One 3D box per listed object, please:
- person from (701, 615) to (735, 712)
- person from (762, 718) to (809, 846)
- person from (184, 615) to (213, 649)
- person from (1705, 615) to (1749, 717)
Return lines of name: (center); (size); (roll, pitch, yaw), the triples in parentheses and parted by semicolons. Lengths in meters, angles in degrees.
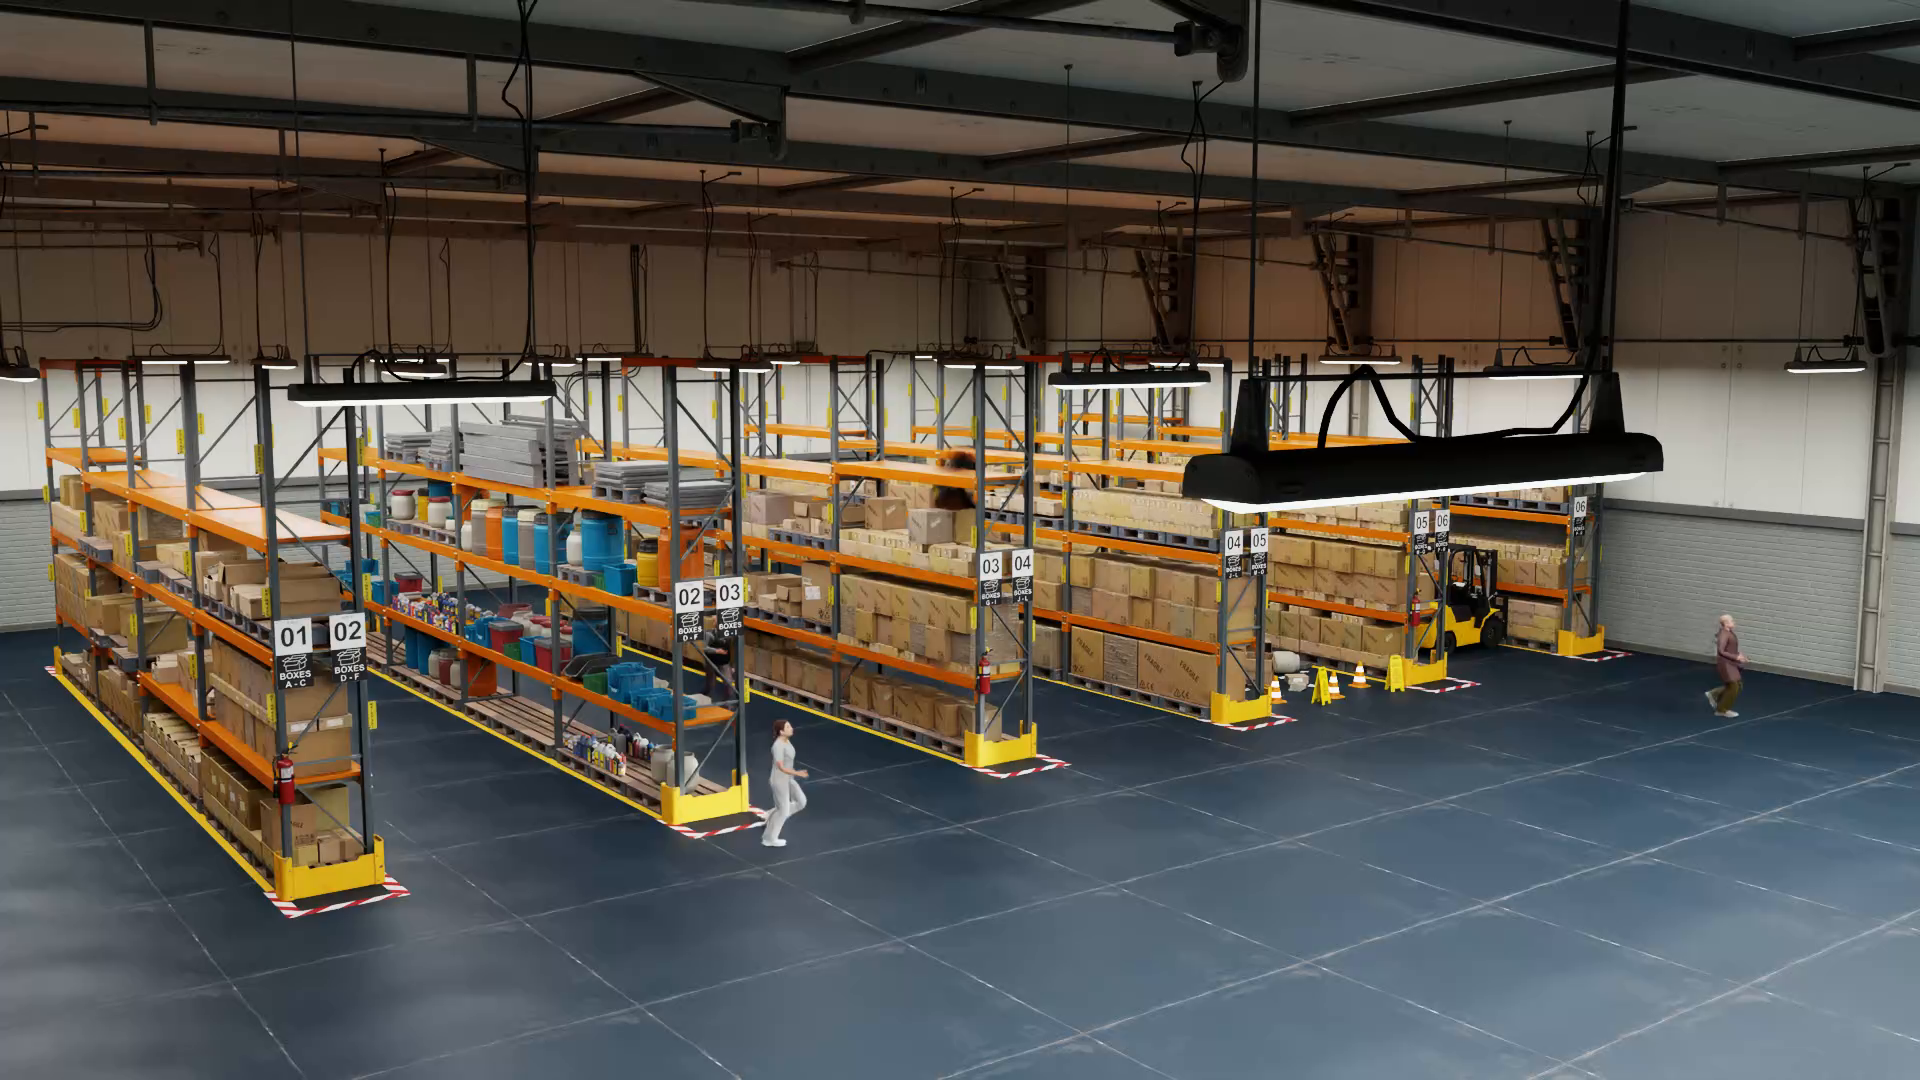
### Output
person: (-4.108, 2.109, 28.033); (0.610, 1.754, 0.889); (-6, 9, -39)
person: (-2.181, 3.028, 20.877); (0.620, 1.624, 0.593); (1, 7, 6)
person: (-14.786, 1.643, 32.410); (0.606, 1.639, 0.594); (4, 8, 29)
person: (12.921, 2.114, 27.990); (0.661, 1.727, 0.706); (4, 8, 29)
